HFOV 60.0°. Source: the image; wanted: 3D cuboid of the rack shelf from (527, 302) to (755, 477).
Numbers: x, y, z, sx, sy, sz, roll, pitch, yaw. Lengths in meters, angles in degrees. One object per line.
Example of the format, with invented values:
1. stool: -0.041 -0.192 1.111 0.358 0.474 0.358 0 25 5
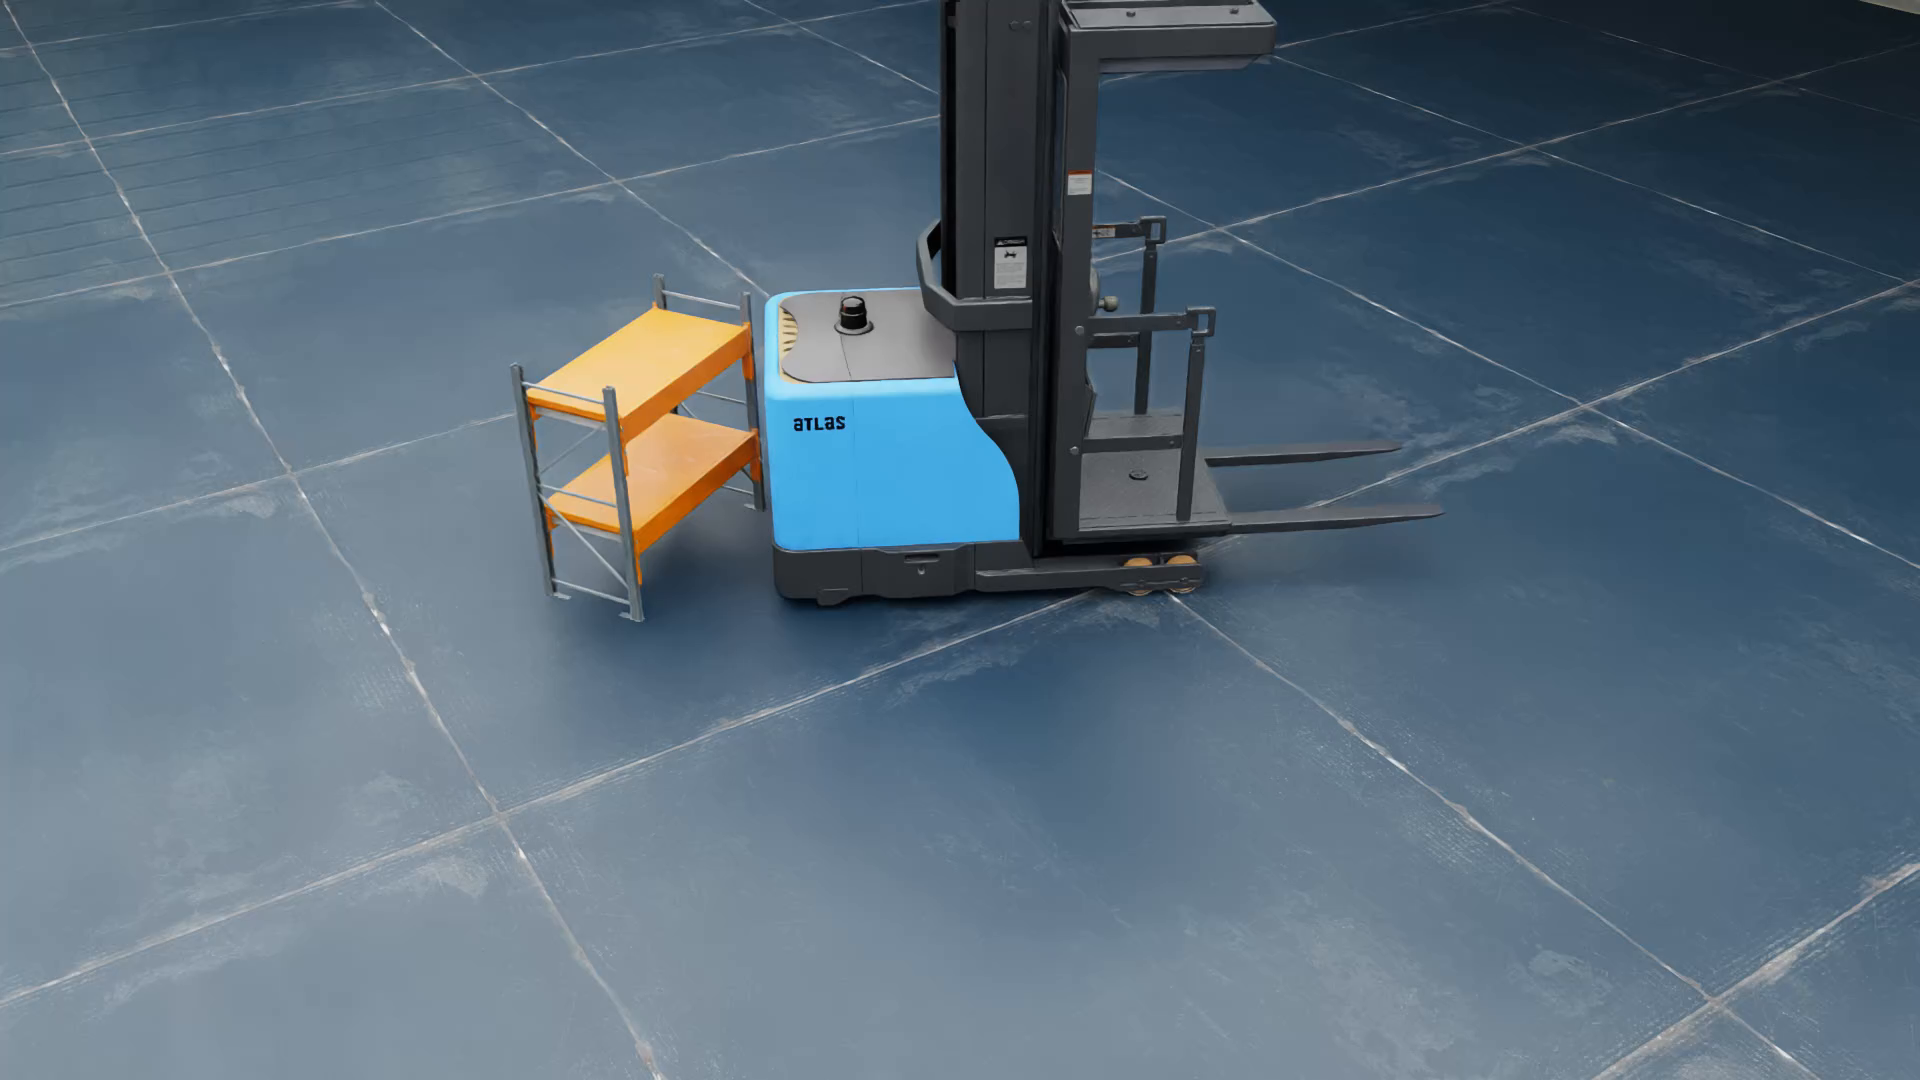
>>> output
1. rack shelf: -1.383 -0.675 7.217 0.538 0.278 1.000 14 35 21

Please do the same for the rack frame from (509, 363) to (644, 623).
1. rack frame: -1.602 -0.182 6.985 0.500 1.125 0.032 14 35 21

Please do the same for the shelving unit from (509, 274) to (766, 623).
1. shelving unit: -1.383 -0.427 7.373 0.538 1.125 1.048 14 35 21

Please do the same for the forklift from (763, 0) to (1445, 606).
1. forklift: 0.657 -1.273 7.021 3.031 2.935 1.130 -3 32 -5

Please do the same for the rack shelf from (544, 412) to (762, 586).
1. rack shelf: -1.383 -0.220 7.503 0.538 0.278 1.000 14 35 21

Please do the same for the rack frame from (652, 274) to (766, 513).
1. rack frame: -1.163 -0.672 7.761 0.500 1.125 0.032 14 35 21
